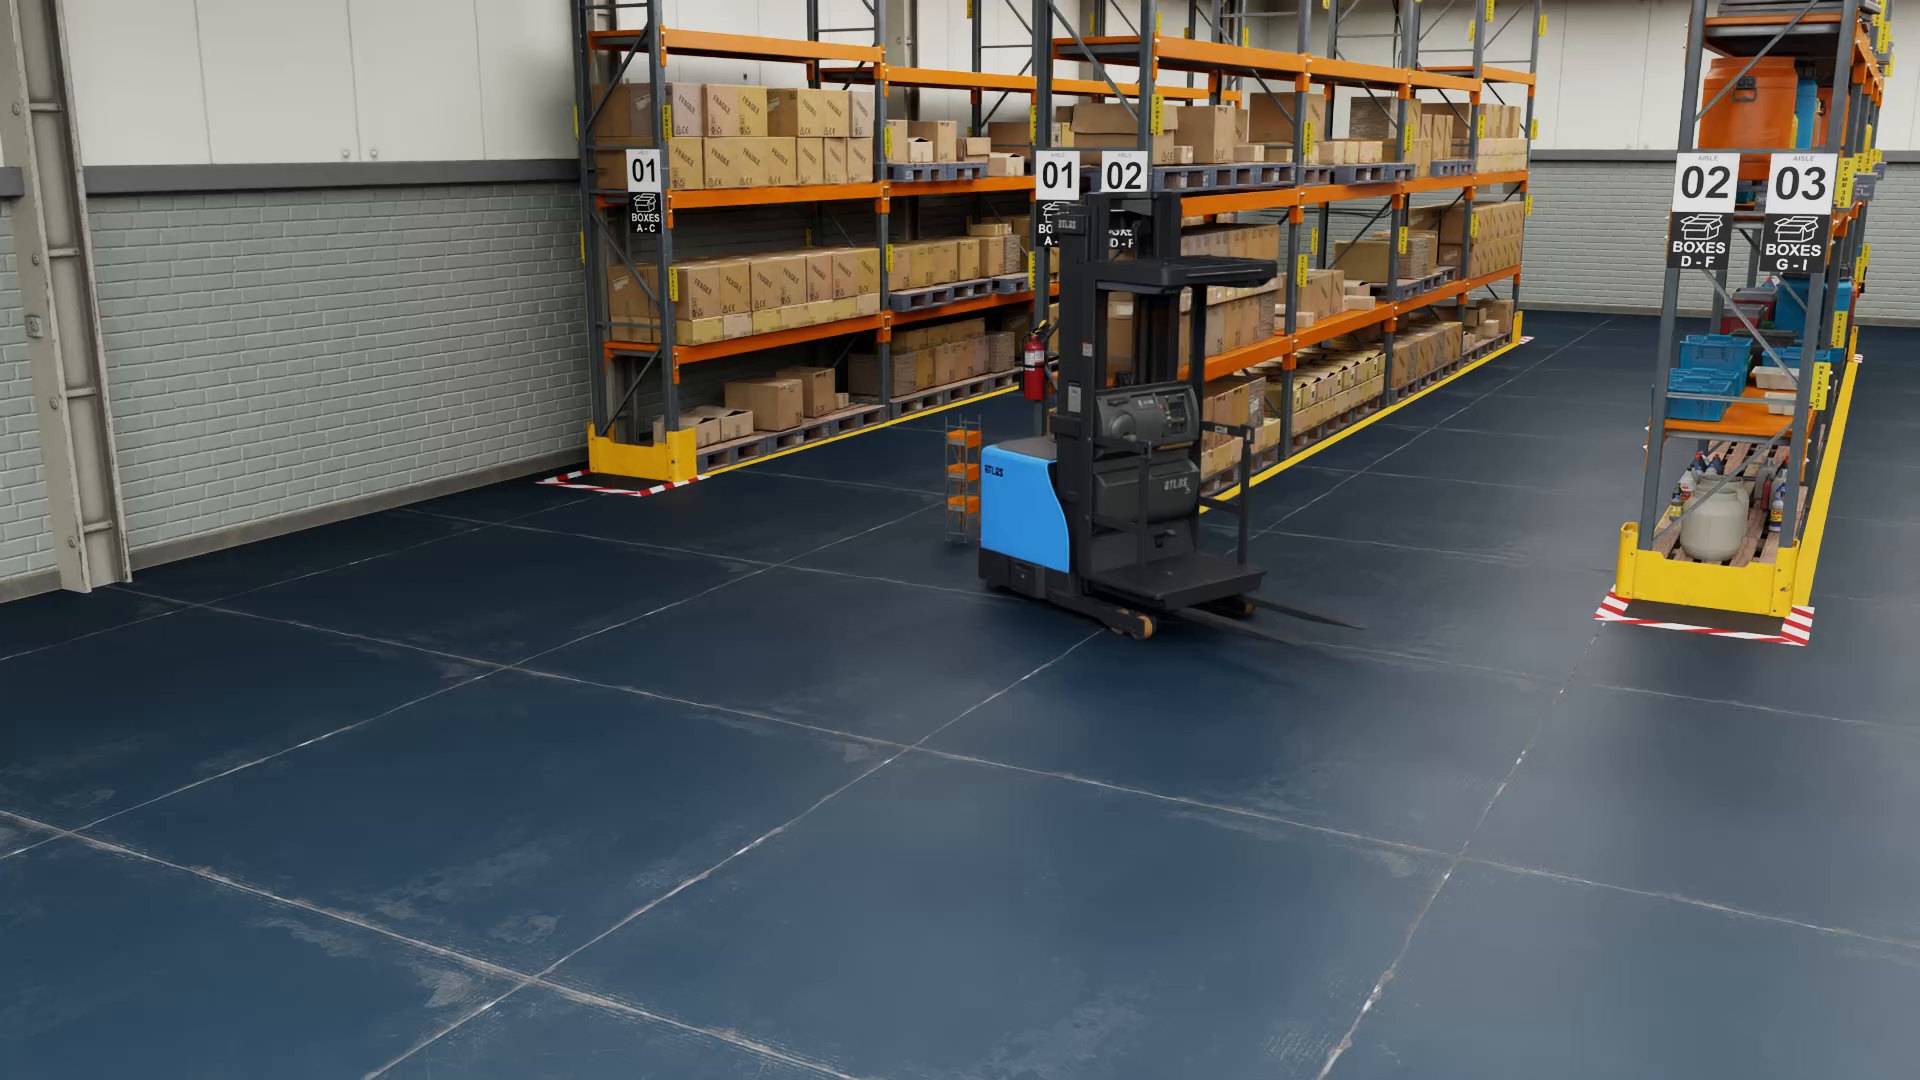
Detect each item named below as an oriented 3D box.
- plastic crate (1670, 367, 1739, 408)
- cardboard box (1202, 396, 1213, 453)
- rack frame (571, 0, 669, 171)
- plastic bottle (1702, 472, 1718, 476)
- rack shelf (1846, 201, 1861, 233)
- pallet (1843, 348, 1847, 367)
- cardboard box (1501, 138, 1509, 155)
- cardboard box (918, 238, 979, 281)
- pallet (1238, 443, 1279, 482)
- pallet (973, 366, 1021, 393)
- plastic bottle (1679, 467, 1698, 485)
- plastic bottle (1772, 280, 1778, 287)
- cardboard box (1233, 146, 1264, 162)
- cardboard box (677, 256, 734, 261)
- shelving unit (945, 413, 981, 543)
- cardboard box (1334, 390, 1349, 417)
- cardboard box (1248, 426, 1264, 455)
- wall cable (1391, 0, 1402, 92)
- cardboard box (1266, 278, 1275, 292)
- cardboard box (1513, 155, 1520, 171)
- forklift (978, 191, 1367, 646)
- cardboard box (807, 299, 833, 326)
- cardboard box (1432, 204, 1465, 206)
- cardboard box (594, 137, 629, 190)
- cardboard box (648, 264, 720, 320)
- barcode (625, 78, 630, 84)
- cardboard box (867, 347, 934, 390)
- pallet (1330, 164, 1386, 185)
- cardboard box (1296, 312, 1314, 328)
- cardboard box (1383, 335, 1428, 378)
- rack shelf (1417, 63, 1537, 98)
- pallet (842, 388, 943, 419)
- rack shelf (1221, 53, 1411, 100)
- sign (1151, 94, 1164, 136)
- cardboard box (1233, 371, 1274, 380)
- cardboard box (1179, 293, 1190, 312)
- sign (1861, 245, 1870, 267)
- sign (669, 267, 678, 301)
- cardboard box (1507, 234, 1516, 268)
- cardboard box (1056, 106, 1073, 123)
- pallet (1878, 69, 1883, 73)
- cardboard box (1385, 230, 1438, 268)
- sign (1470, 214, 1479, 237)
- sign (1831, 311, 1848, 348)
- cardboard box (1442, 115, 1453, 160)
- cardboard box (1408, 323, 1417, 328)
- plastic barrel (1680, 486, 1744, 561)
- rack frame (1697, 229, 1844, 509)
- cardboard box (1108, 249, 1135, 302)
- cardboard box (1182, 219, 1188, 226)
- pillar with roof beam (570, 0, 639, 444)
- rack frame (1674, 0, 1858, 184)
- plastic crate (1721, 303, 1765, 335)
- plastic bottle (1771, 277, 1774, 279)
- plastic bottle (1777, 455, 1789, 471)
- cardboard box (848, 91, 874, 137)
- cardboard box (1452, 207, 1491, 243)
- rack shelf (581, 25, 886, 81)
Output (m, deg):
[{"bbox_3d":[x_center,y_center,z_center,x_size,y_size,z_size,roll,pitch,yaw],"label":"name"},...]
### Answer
[{"bbox_3d":[5.731,-1.184,12.863,0.499,0.251,0.408,7,15,28],"label":"plastic crate"},{"bbox_3d":[2.022,-1.073,15.455,0.500,0.500,0.500,7,15,28],"label":"cardboard box"},{"bbox_3d":[-3.240,-5.026,15.682,1.000,3.000,0.127,7,15,28],"label":"rack frame"},{"bbox_3d":[6.457,-0.442,14.338,0.152,0.276,0.135,7,15,28],"label":"plastic bottle"},{"bbox_3d":[8.333,-3.327,16.568,1.077,0.370,4.000,7,15,28],"label":"rack shelf"},{"bbox_3d":[12.734,-2.750,24.988,1.003,0.211,1.213,7,15,28],"label":"pallet"},{"bbox_3d":[8.085,-6.018,25.449,0.500,0.250,0.500,7,15,28],"label":"cardboard box"},{"bbox_3d":[-0.174,-3.658,21.654,0.700,0.500,0.500,7,15,28],"label":"cardboard box"},{"bbox_3d":[2.610,-0.856,17.134,1.003,0.211,1.213,7,15,28],"label":"pallet"},{"bbox_3d":[0.248,-2.235,22.855,1.003,0.211,1.213,7,15,28],"label":"pallet"},{"bbox_3d":[6.226,-0.451,14.219,0.144,0.351,0.185,8,16,30],"label":"plastic bottle"},{"bbox_3d":[10.116,-3.100,20.755,0.152,0.276,0.135,7,15,28],"label":"plastic bottle"},{"bbox_3d":[2.688,-3.700,15.921,0.380,0.149,0.250,7,15,28],"label":"cardboard box"},{"bbox_3d":[-2.701,-2.741,17.679,0.500,0.500,0.500,7,15,27],"label":"cardboard box"},{"bbox_3d":[0.026,-0.521,13.956,0.215,1.050,0.252,7,15,28],"label":"shelving unit"},{"bbox_3d":[4.186,-1.608,19.273,0.500,0.250,0.500,8,16,29],"label":"cardboard box"},{"bbox_3d":[2.748,-1.016,16.819,0.500,0.250,0.500,7,15,28],"label":"cardboard box"},{"bbox_3d":[9.909,-10.068,32.444,3.097,2.526,0.112,7,15,28],"label":"wall cable"},{"bbox_3d":[2.966,-2.603,16.835,0.380,0.149,0.250,7,15,27],"label":"cardboard box"},{"bbox_3d":[8.564,-5.981,26.361,0.500,0.250,0.500,7,15,28],"label":"cardboard box"},{"bbox_3d":[1.443,-0.879,11.425,1.130,2.935,3.031,-10,17,-37],"label":"forklift"},{"bbox_3d":[-1.748,-2.530,18.403,0.500,0.250,0.500,7,15,28],"label":"cardboard box"},{"bbox_3d":[7.650,-4.991,25.989,0.500,0.500,0.500,7,15,28],"label":"cardboard box"},{"bbox_3d":[-3.260,-3.741,16.493,0.500,0.500,0.500,9,16,32],"label":"cardboard box"},{"bbox_3d":[-2.747,-2.475,16.577,0.500,0.500,0.500,7,15,28],"label":"cardboard box"},{"bbox_3d":[-3.335,-4.597,16.673,0.001,0.075,0.075,7,15,28],"label":"barcode"},{"bbox_3d":[-0.760,-2.194,21.128,0.700,0.500,0.500,7,15,27],"label":"cardboard box"},{"bbox_3d":[4.177,-4.178,18.966,1.003,0.211,1.213,8,16,31],"label":"pallet"},{"bbox_3d":[3.639,-2.406,18.151,0.380,0.149,0.250,7,15,28],"label":"cardboard box"},{"bbox_3d":[5.930,-2.461,22.235,0.500,0.500,0.500,7,15,27],"label":"cardboard box"},{"bbox_3d":[7.866,-6.987,25.356,1.077,0.370,4.000,7,15,28],"label":"rack shelf"},{"bbox_3d":[-0.932,-1.735,20.779,1.003,0.211,1.213,7,15,28],"label":"pallet"},{"bbox_3d":[3.998,-5.153,18.594,1.077,0.370,4.000,7,15,28],"label":"rack shelf"},{"bbox_3d":[1.581,-3.407,13.331,0.100,0.325,0.005,7,15,28],"label":"sign"},{"bbox_3d":[3.222,-1.733,18.596,0.500,0.311,0.500,8,16,30],"label":"cardboard box"},{"bbox_3d":[1.847,-2.126,14.856,0.380,0.149,0.250,7,15,27],"label":"cardboard box"},{"bbox_3d":[13.656,-4.290,25.081,0.100,0.325,0.005,7,15,28],"label":"sign"},{"bbox_3d":[-2.765,-2.469,16.028,0.100,0.325,0.005,7,15,28],"label":"sign"},{"bbox_3d":[8.606,-4.651,26.712,0.500,0.500,0.500,8,15,29],"label":"cardboard box"},{"bbox_3d":[1.767,-6.376,24.930,0.500,0.250,0.500,7,15,26],"label":"cardboard box"},{"bbox_3d":[10.860,-5.906,20.588,1.003,0.211,1.213,7,15,28],"label":"pallet"},{"bbox_3d":[6.474,-4.192,23.913,0.700,0.500,0.500,2,14,9],"label":"cardboard box"},{"bbox_3d":[7.386,-4.512,23.879,0.100,0.325,0.005,7,15,28],"label":"sign"},{"bbox_3d":[7.842,-1.878,14.833,0.100,0.325,0.005,7,15,28],"label":"sign"},{"bbox_3d":[6.591,-5.676,23.454,0.600,0.600,0.600,6,15,23],"label":"cardboard box"},{"bbox_3d":[6.203,-2.828,23.757,0.500,0.500,0.500,8,16,29],"label":"cardboard box"},{"bbox_3d":[5.683,-0.126,12.567,0.421,0.512,0.421,0,14,0],"label":"plastic barrel"},{"bbox_3d":[7.366,-1.808,15.133,1.000,3.000,0.127,7,15,28],"label":"rack frame"},{"bbox_3d":[1.360,-2.334,14.333,0.700,0.500,0.500,7,15,28],"label":"cardboard box"},{"bbox_3d":[3.195,-4.976,27.634,0.980,0.700,0.700,7,15,27],"label":"cardboard box"},{"bbox_3d":[0.109,-4.780,14.661,9.100,9.000,0.400,7,15,28],"label":"pillar with roof beam"},{"bbox_3d":[5.432,-3.904,11.026,1.000,3.000,0.127,7,15,28],"label":"rack frame"},{"bbox_3d":[7.332,-1.973,15.681,0.402,0.464,0.583,7,15,28],"label":"plastic crate"},{"bbox_3d":[10.419,-3.239,21.344,0.097,0.271,0.097,0,14,0],"label":"plastic bottle"},{"bbox_3d":[7.307,-0.569,14.708,0.144,0.351,0.185,7,15,27],"label":"plastic bottle"},{"bbox_3d":[-1.312,-4.800,18.752,0.500,0.500,0.500,6,15,23],"label":"cardboard box"},{"bbox_3d":[7.622,-4.717,24.851,0.500,0.500,0.500,7,15,26],"label":"cardboard box"},{"bbox_3d":[-2.274,-5.085,17.468,1.077,0.370,4.000,7,15,28],"label":"rack shelf"}]
